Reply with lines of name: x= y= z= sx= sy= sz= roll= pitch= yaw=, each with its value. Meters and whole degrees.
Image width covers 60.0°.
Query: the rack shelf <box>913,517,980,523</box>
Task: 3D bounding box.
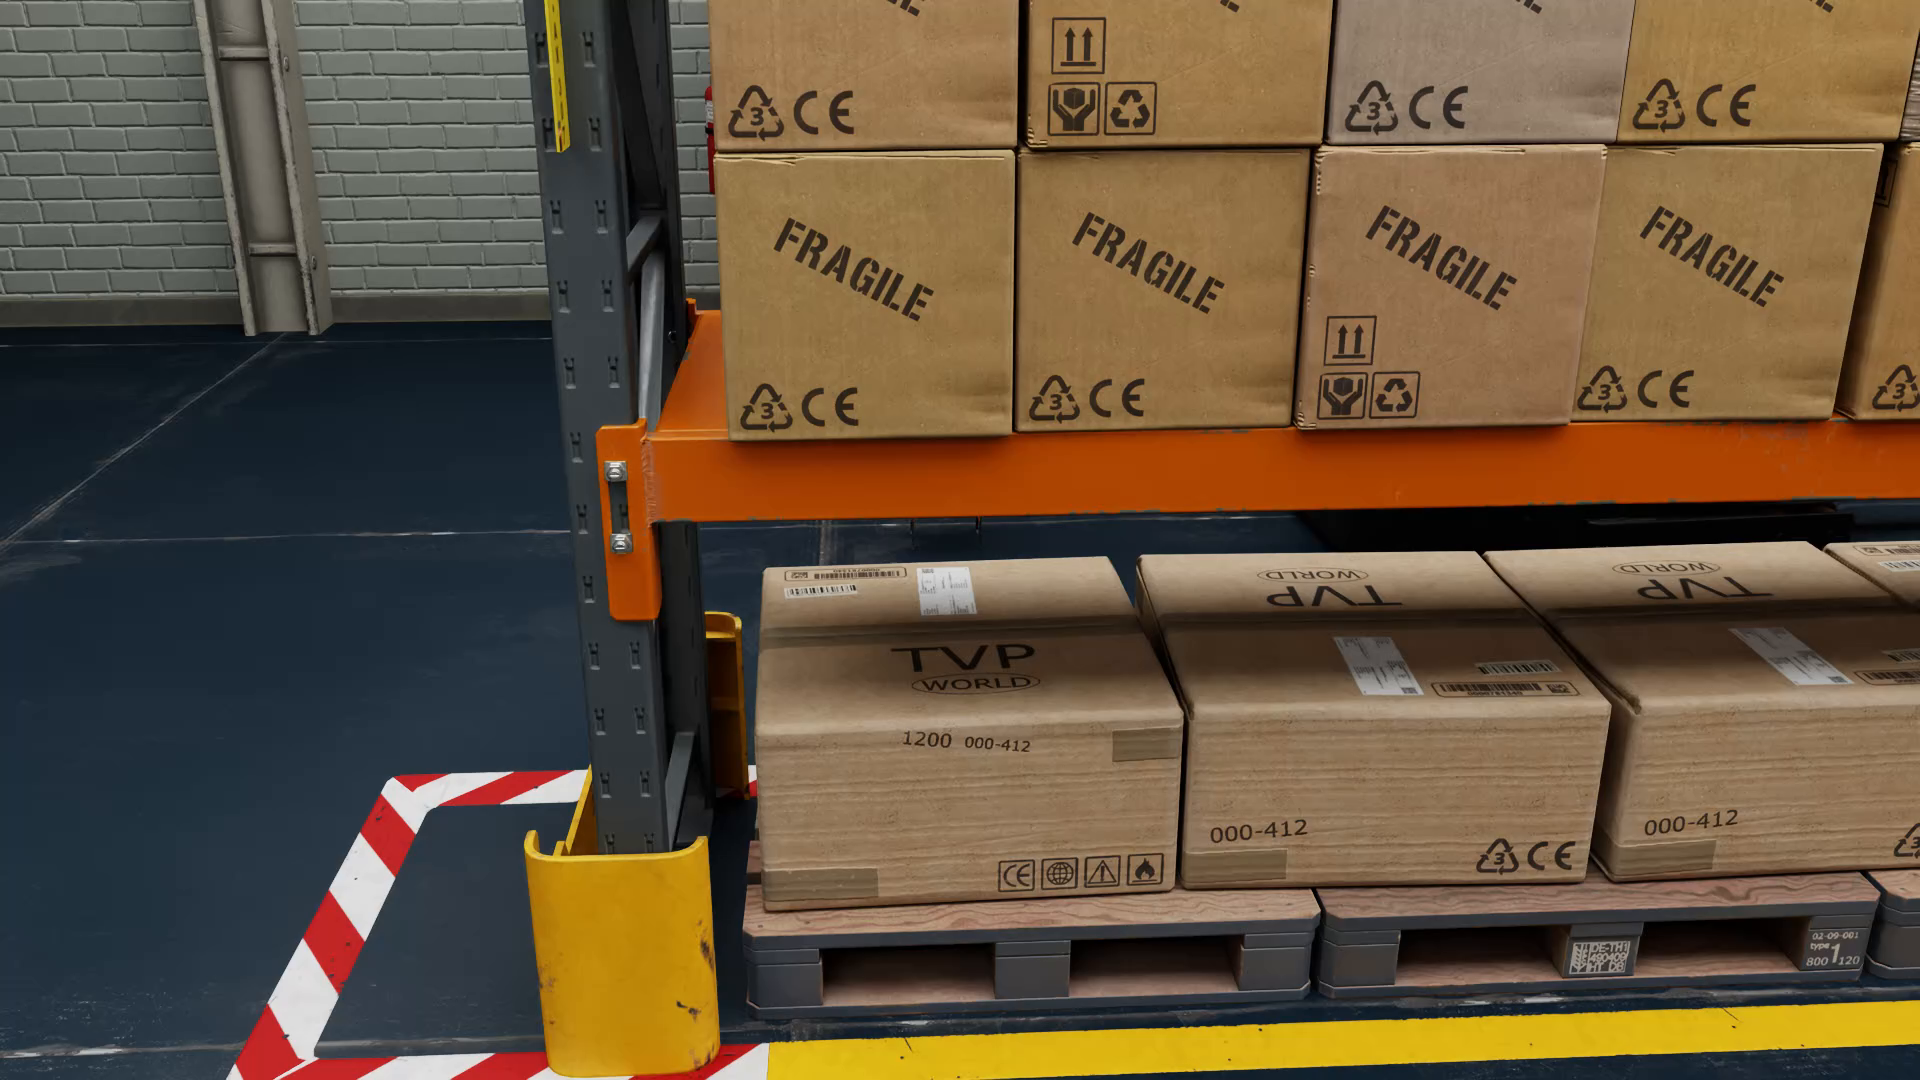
rack shelf: x=-0.053 y=-0.220 z=6.034 sx=0.240 sy=0.259 sz=0.215 roll=-1 pitch=21 yaw=-3

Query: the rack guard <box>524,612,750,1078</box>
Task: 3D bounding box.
rack guard: x=-0.693 y=0.627 z=3.773 sx=0.348 sy=0.500 sz=1.175 roll=-1 pitch=21 yaw=-3

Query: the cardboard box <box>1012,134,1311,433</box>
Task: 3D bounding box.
cardboard box: x=0.330 y=-0.517 z=3.122 sx=0.500 sy=0.500 sz=0.500 roll=-1 pitch=21 yaw=-4

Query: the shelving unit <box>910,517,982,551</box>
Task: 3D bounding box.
shelving unit: x=-0.053 y=-0.490 z=5.931 sx=0.252 sy=1.050 sz=0.215 roll=-1 pitch=21 yaw=-3

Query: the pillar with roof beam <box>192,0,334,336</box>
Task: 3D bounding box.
pillar with roof beam: x=-3.454 y=-3.845 z=3.573 sx=0.400 sy=9.000 sz=9.100 roll=-1 pitch=21 yaw=-3

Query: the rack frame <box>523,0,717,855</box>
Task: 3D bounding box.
rack frame: x=-0.669 y=-0.542 z=3.329 sx=0.127 sy=3.000 sz=1.000 roll=-1 pitch=21 yaw=-3

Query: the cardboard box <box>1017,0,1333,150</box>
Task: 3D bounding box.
cardboard box: x=0.342 y=-0.978 z=2.927 sx=0.500 sy=0.500 sz=0.500 roll=-2 pitch=21 yaw=-5

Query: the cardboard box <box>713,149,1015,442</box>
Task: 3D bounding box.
cardboard box: x=-0.173 y=-0.497 z=3.069 sx=0.500 sy=0.500 sz=0.500 roll=-1 pitch=21 yaw=-3

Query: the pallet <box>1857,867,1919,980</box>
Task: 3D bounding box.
pallet: x=2.561 y=0.668 z=4.071 sx=1.213 sy=0.211 sz=1.003 roll=-1 pitch=21 yaw=-3

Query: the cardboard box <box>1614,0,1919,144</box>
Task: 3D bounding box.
cardboard box: x=1.353 y=-1.001 z=2.989 sx=0.500 sy=0.500 sz=0.500 roll=-1 pitch=21 yaw=-3

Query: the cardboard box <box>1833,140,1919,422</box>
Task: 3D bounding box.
cardboard box: x=1.862 y=-0.542 z=3.188 sx=0.500 sy=0.500 sz=0.500 roll=-1 pitch=21 yaw=-4

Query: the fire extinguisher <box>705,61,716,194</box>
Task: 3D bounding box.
fire extinguisher: x=-1.077 y=-1.928 z=7.601 sx=0.183 sy=0.674 sz=0.296 roll=-1 pitch=21 yaw=-3

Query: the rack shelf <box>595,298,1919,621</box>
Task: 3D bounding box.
rack shelf: x=1.328 y=-0.247 z=3.564 sx=4.000 sy=0.370 sz=1.077 roll=-1 pitch=21 yaw=-3

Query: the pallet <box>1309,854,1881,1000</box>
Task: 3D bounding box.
pallet: x=1.340 y=0.693 z=4.003 sx=1.213 sy=0.211 sz=1.003 roll=-1 pitch=21 yaw=-3

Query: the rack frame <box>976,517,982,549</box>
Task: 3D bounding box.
rack frame: x=0.068 y=-0.492 z=5.938 sx=0.008 sy=1.050 sz=0.200 roll=-1 pitch=21 yaw=-3

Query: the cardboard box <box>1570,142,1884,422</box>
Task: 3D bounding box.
cardboard box: x=1.338 y=-0.537 z=3.175 sx=0.500 sy=0.500 sz=0.500 roll=0 pitch=21 yaw=-1

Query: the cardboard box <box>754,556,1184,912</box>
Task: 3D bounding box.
cardboard box: x=-0.016 y=0.410 z=3.839 sx=0.875 sy=0.438 sz=0.875 roll=-2 pitch=21 yaw=-5

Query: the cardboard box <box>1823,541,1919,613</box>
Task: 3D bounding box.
cardboard box: x=2.692 y=0.352 z=3.990 sx=0.875 sy=0.438 sz=0.875 roll=-1 pitch=21 yaw=-4

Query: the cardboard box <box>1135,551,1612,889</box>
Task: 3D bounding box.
cardboard box: x=0.897 y=0.389 z=3.895 sx=0.875 sy=0.438 sz=0.875 roll=-1 pitch=21 yaw=-2

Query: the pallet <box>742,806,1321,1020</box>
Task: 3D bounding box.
pallet: x=0.125 y=0.717 z=3.941 sx=1.213 sy=0.211 sz=1.003 roll=-1 pitch=21 yaw=-3

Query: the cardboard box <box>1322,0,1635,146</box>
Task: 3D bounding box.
cardboard box: x=0.855 y=-0.991 z=2.962 sx=0.500 sy=0.500 sz=0.500 roll=-1 pitch=21 yaw=-3

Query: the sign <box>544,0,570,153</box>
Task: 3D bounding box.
sign: x=-0.643 y=-0.786 z=2.643 sx=0.005 sy=0.325 sz=0.100 roll=-1 pitch=21 yaw=-3

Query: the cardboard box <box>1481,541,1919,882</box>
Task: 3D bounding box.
cardboard box: x=1.798 y=0.371 z=3.942 sx=0.875 sy=0.438 sz=0.875 roll=-2 pitch=21 yaw=-5

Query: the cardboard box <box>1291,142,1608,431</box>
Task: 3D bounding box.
cardboard box: x=0.839 y=-0.521 z=3.132 sx=0.500 sy=0.500 sz=0.500 roll=-1 pitch=21 yaw=-3

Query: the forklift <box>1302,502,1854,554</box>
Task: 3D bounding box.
forklift: x=2.768 y=-1.497 z=5.934 sx=3.031 sy=2.935 sz=1.130 roll=-3 pitch=21 yaw=-7

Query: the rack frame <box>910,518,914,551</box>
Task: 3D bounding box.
rack frame: x=-0.175 y=-0.487 z=5.925 sx=0.008 sy=1.050 sz=0.200 roll=-1 pitch=21 yaw=-3

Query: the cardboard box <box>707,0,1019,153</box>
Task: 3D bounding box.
cardboard box: x=-0.174 y=-0.965 z=2.893 sx=0.500 sy=0.500 sz=0.500 roll=-2 pitch=21 yaw=-4

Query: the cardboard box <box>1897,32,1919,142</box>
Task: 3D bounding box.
cardboard box: x=1.854 y=-1.009 z=3.009 sx=0.500 sy=0.500 sz=0.500 roll=-1 pitch=21 yaw=-2
